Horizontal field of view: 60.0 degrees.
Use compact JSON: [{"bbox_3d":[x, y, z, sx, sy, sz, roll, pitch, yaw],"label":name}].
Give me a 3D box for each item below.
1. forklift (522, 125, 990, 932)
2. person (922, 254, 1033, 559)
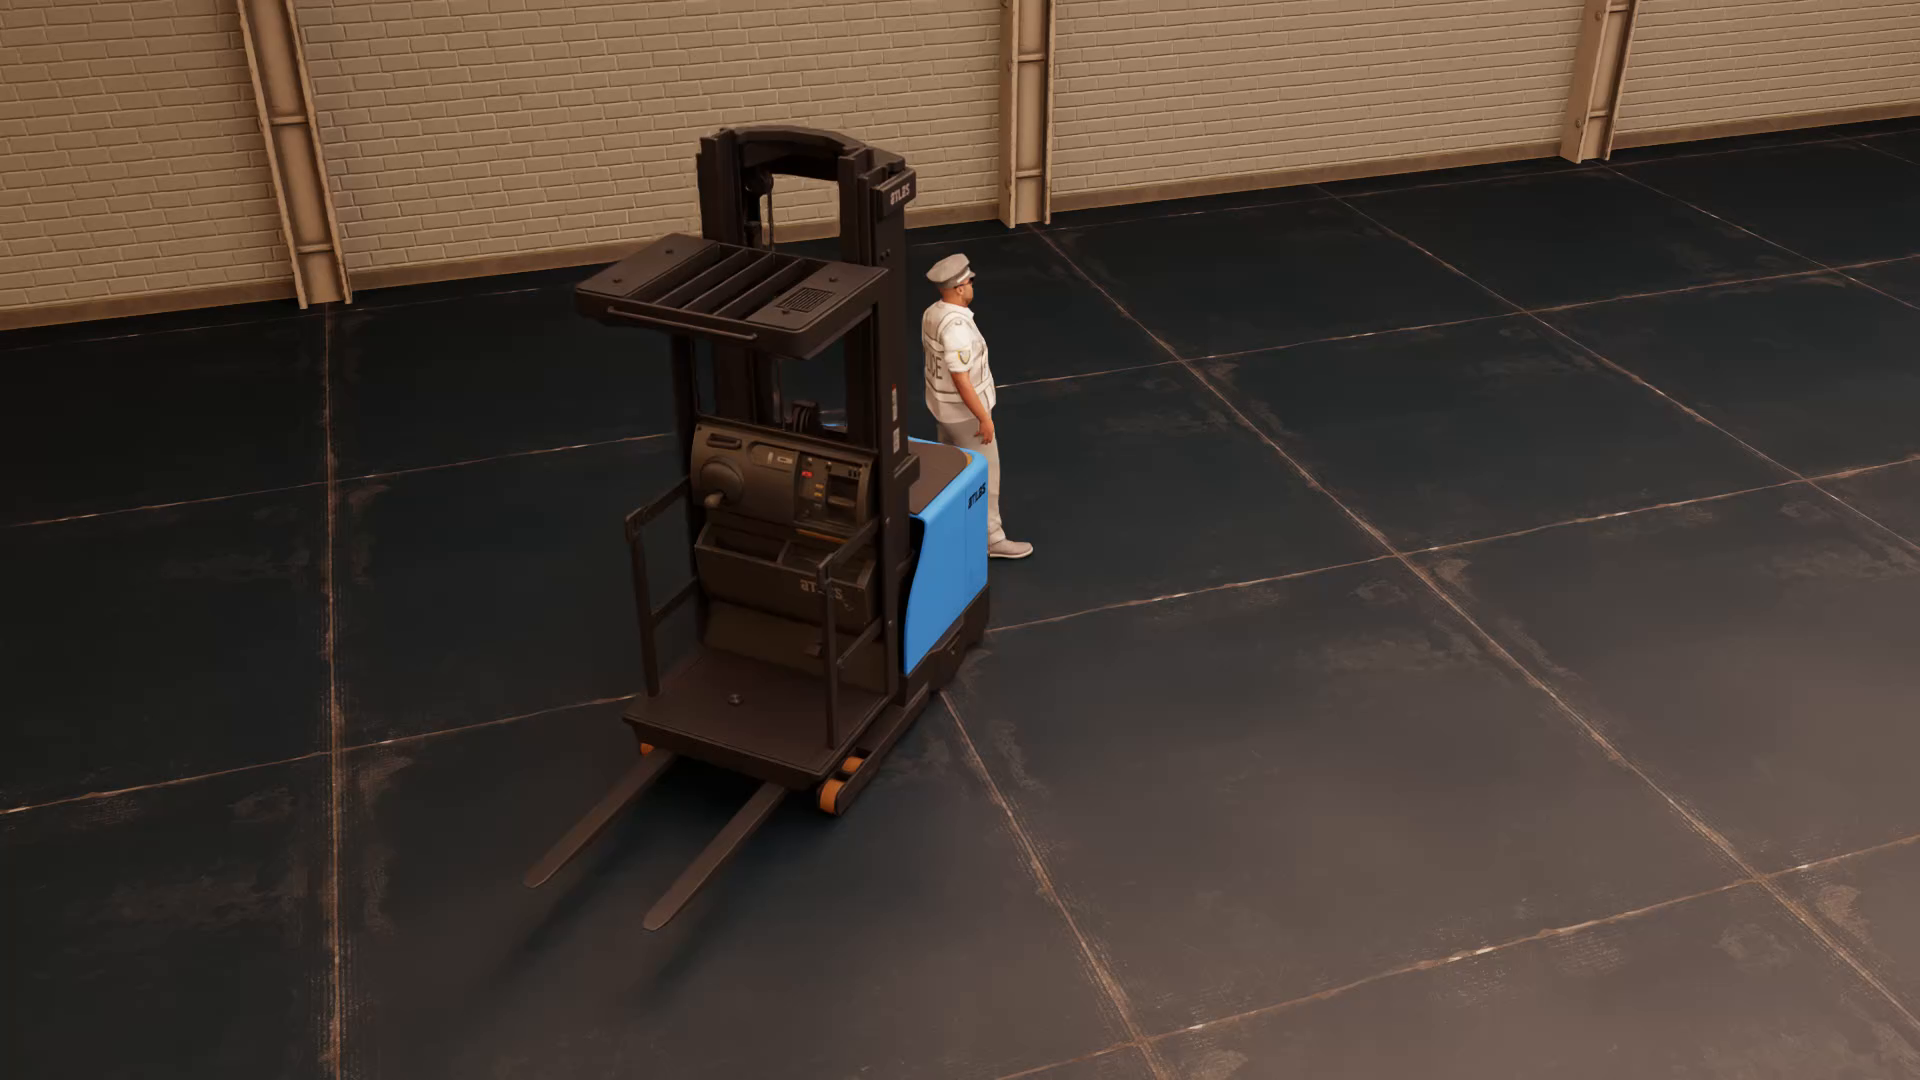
[{"bbox_3d":[-0.917,-0.232,7.489,1.130,2.935,3.031,13,32,21],"label":"forklift"},{"bbox_3d":[0.084,-0.783,9.605,0.545,1.779,0.660,-10,31,-17],"label":"person"}]
